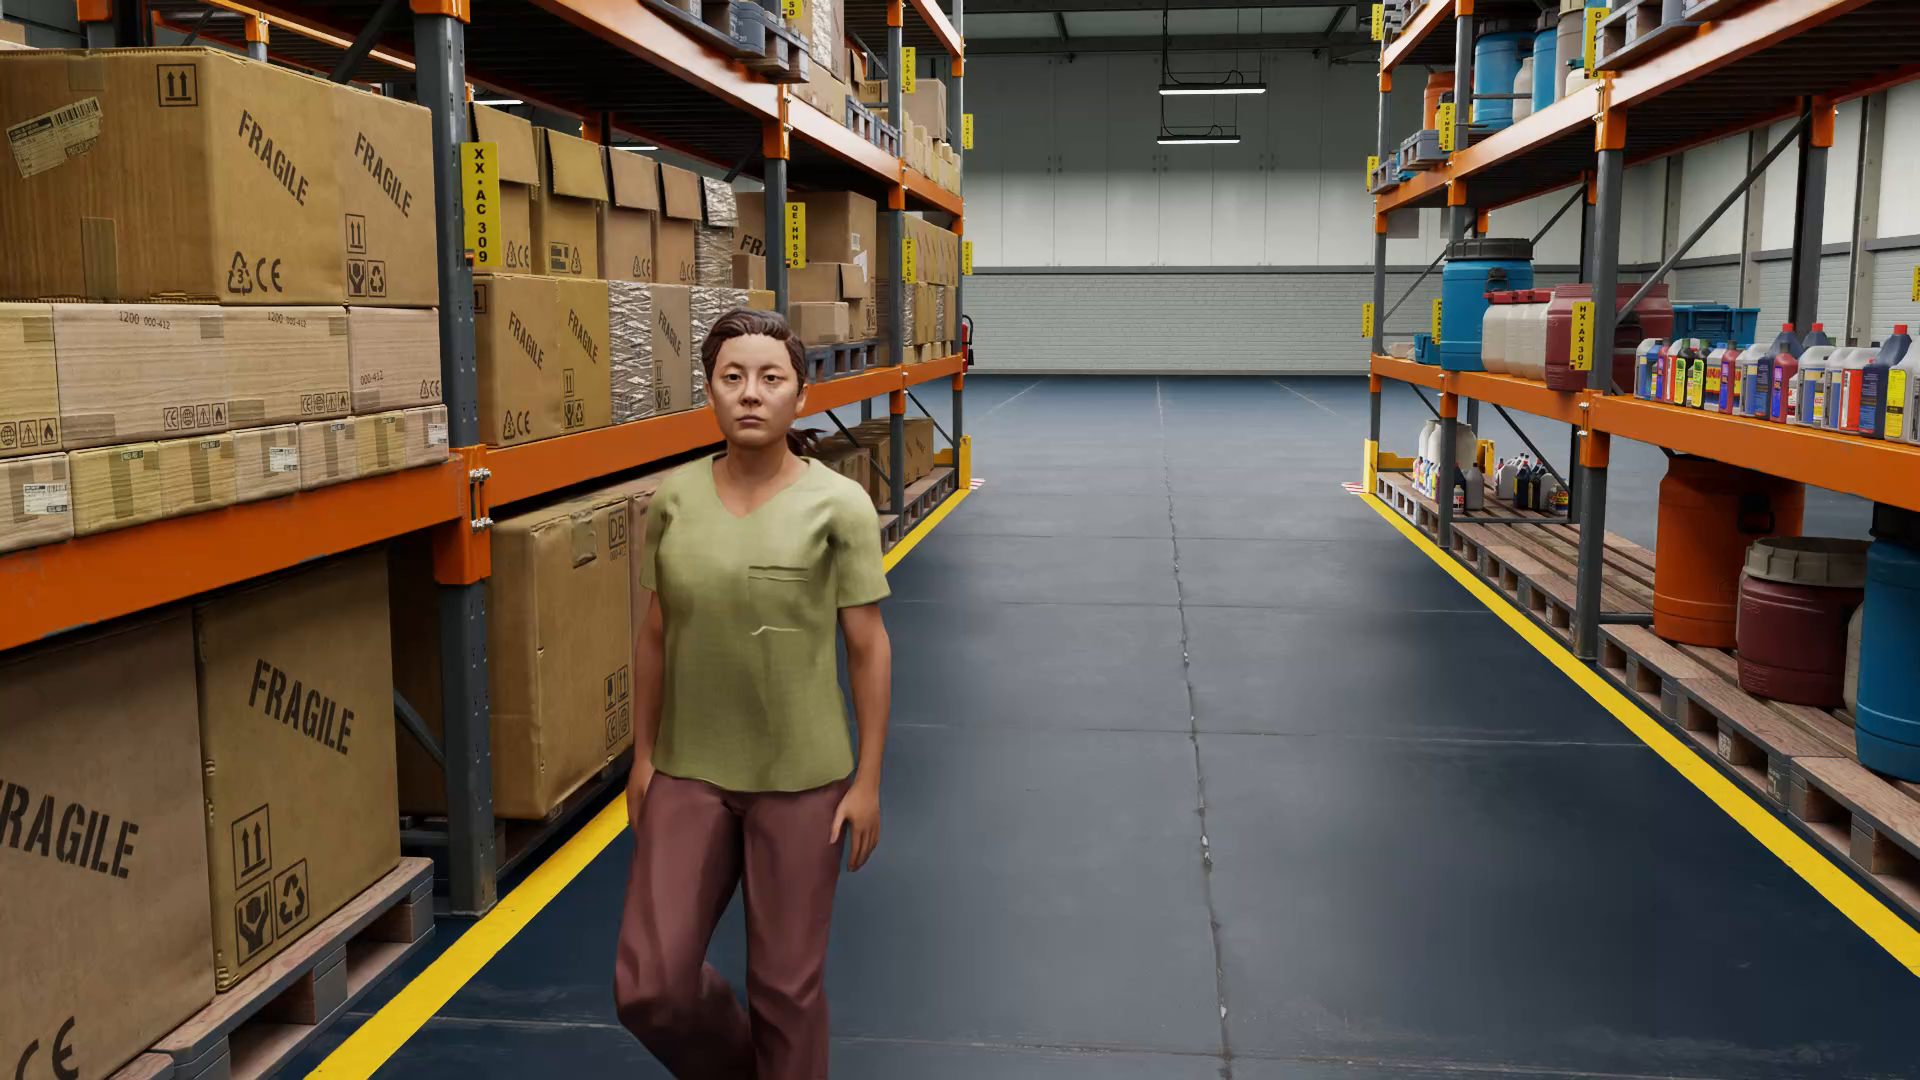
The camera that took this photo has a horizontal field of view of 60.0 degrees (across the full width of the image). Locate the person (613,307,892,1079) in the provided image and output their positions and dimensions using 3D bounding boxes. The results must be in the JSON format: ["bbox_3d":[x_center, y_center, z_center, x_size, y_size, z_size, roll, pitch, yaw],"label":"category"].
[{"bbox_3d":[-0.372,0.430,2.928,0.501,1.665,0.469,1,8,9],"label":"person"}]
